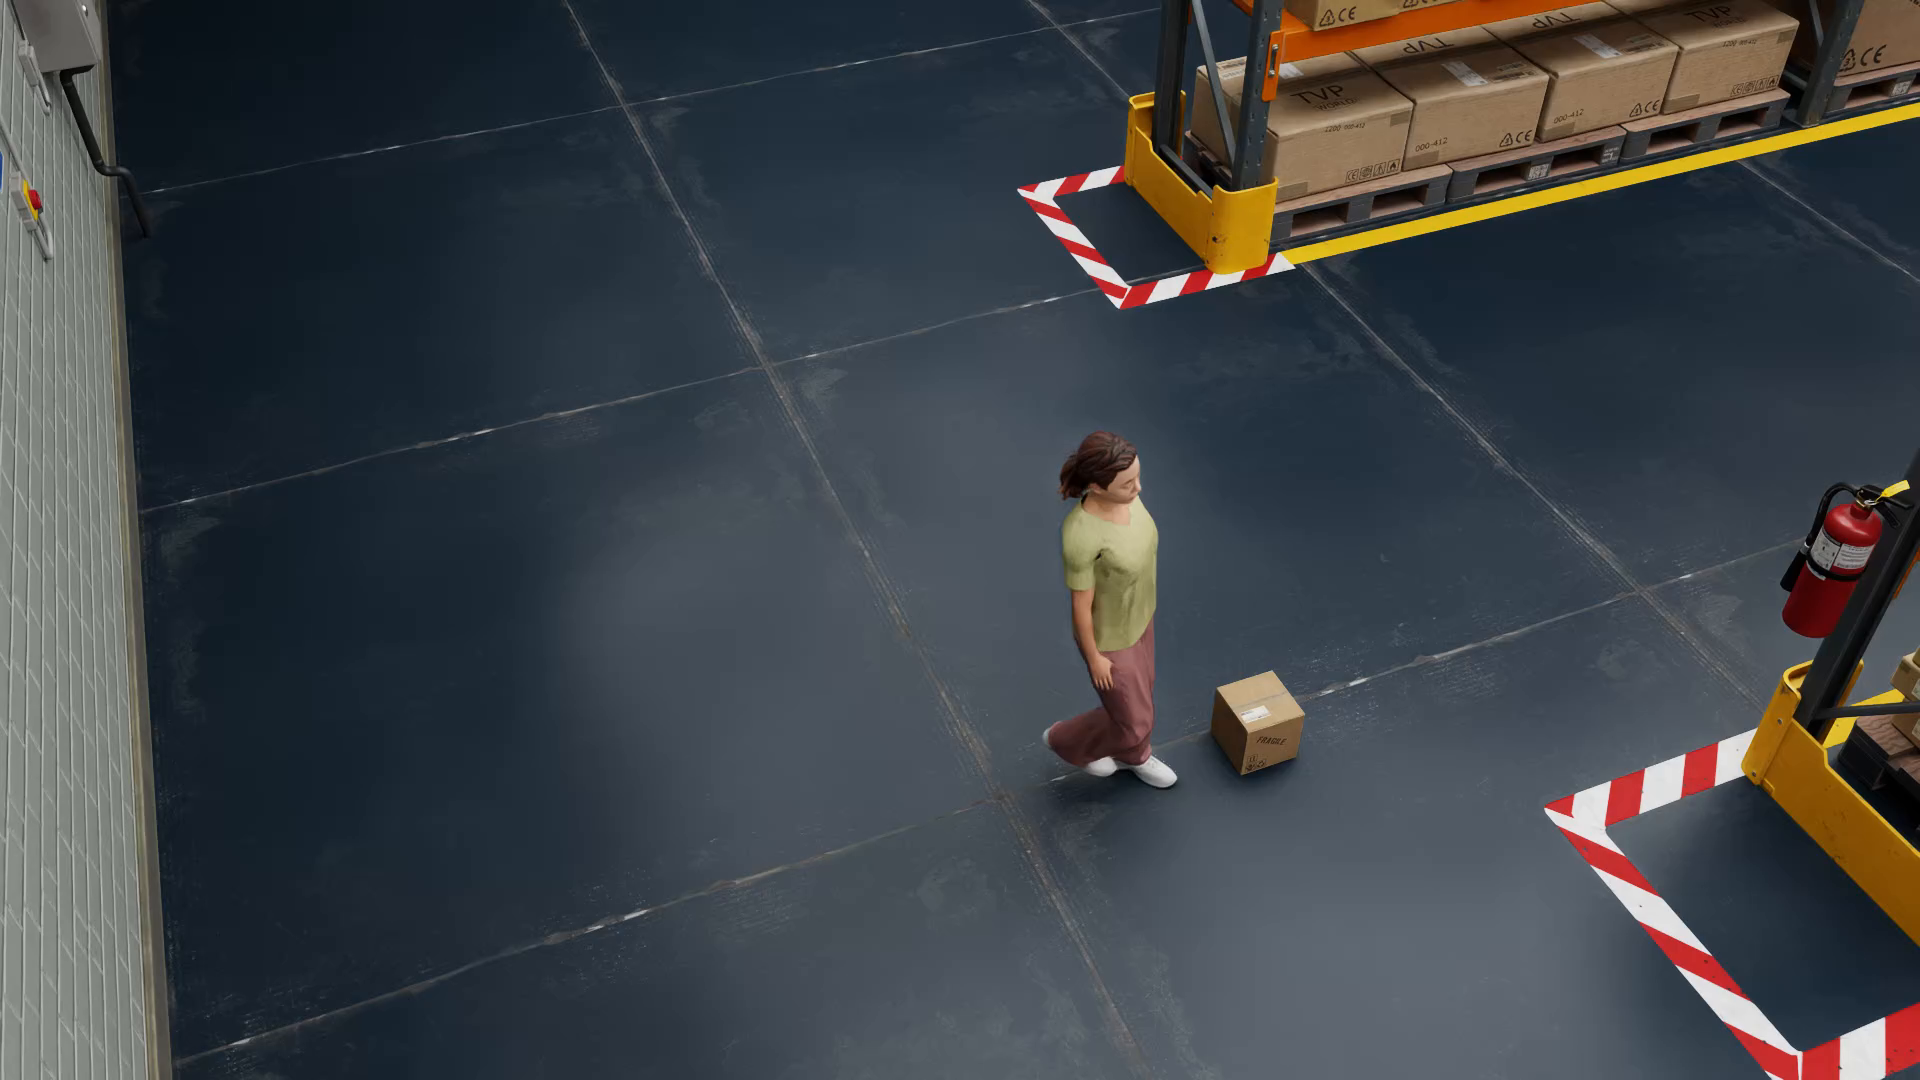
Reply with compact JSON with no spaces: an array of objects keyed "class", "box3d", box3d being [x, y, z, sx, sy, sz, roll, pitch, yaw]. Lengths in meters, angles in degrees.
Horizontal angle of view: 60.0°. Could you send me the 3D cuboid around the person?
[{"class":"person","box3d":[0.561,0.296,5.828,0.504,1.668,0.469,18,45,19]}]
